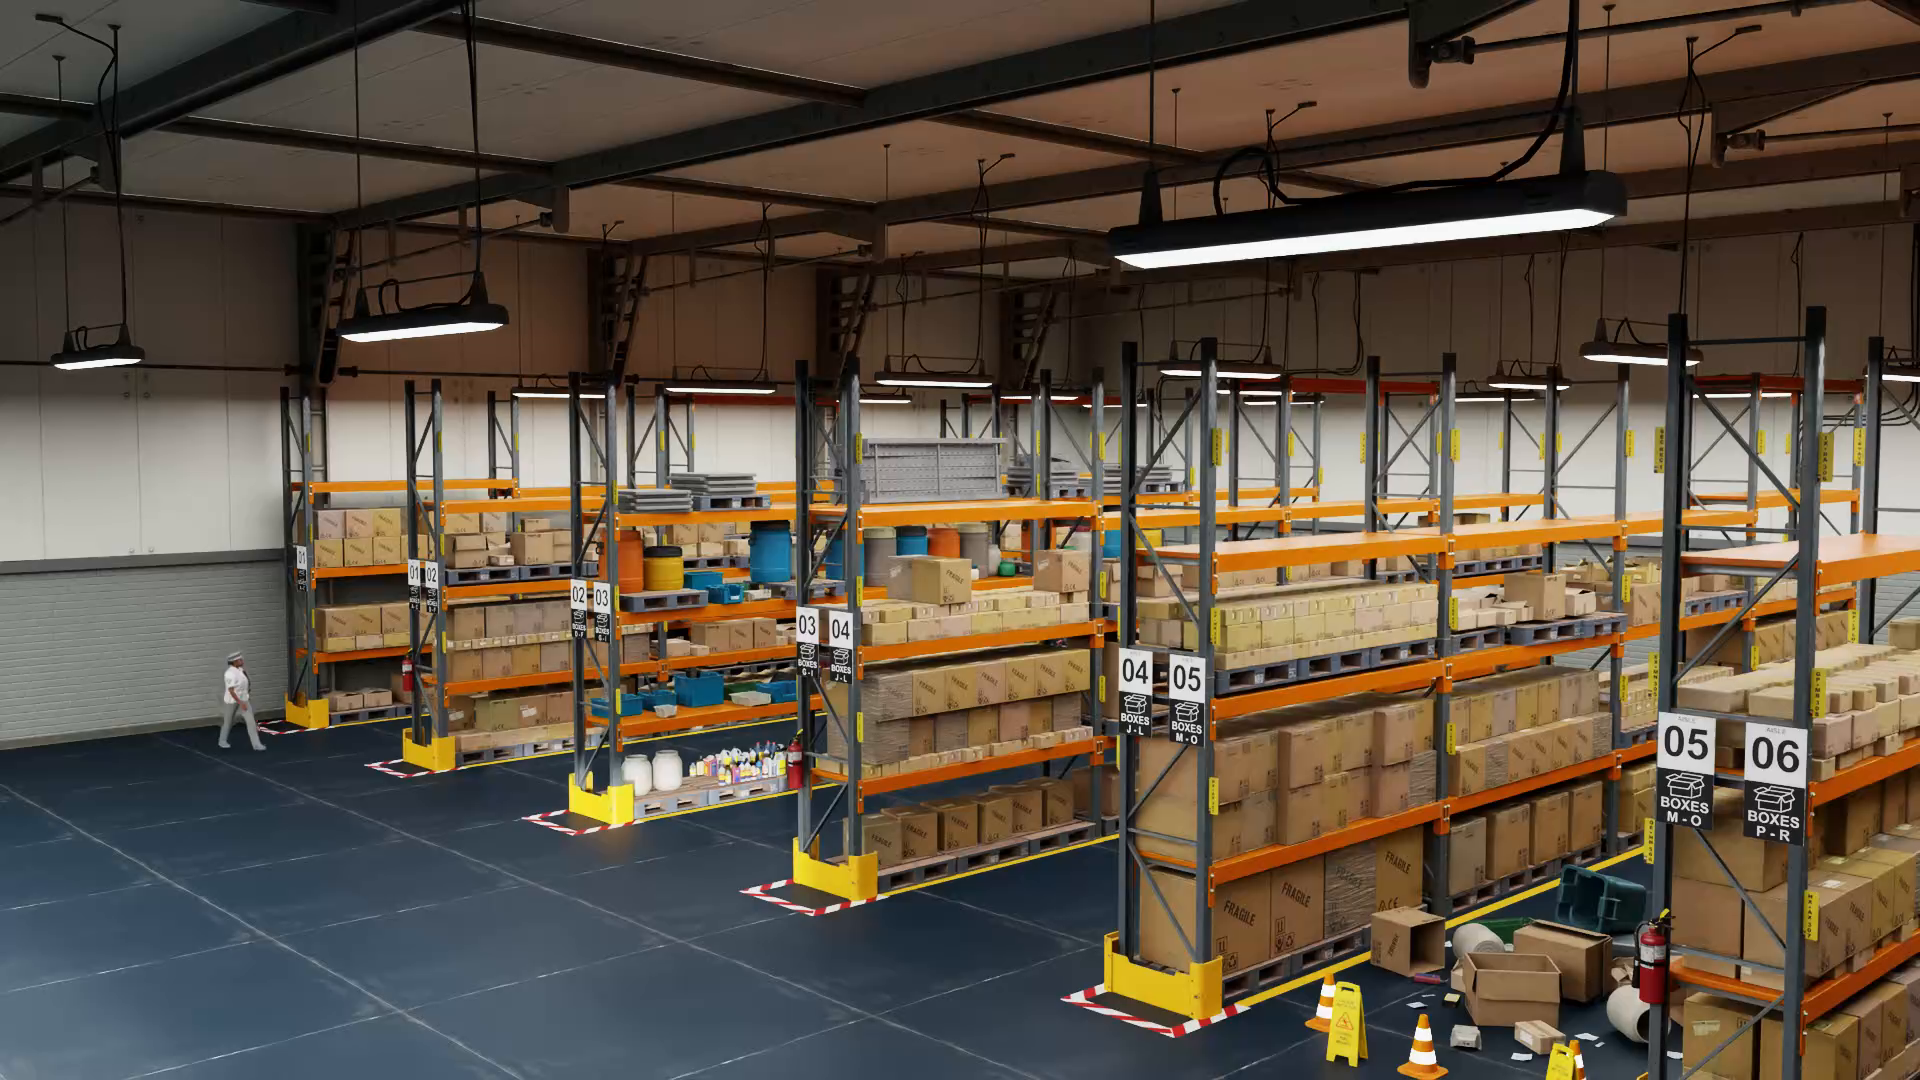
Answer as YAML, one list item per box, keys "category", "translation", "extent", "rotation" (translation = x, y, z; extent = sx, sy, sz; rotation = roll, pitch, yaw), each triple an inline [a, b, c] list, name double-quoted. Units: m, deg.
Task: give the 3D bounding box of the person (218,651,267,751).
- category: "person"
  translation: [-11.710, 2.607, 26.997]
  extent: [1.049, 1.611, 0.431]
  rotation: [3, 5, 40]

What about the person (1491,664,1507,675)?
- category: "person"
  translation: [8.317, 2.706, 25.956]
  extent: [0.493, 1.652, 0.490]
  rotation: [0, 4, 7]
